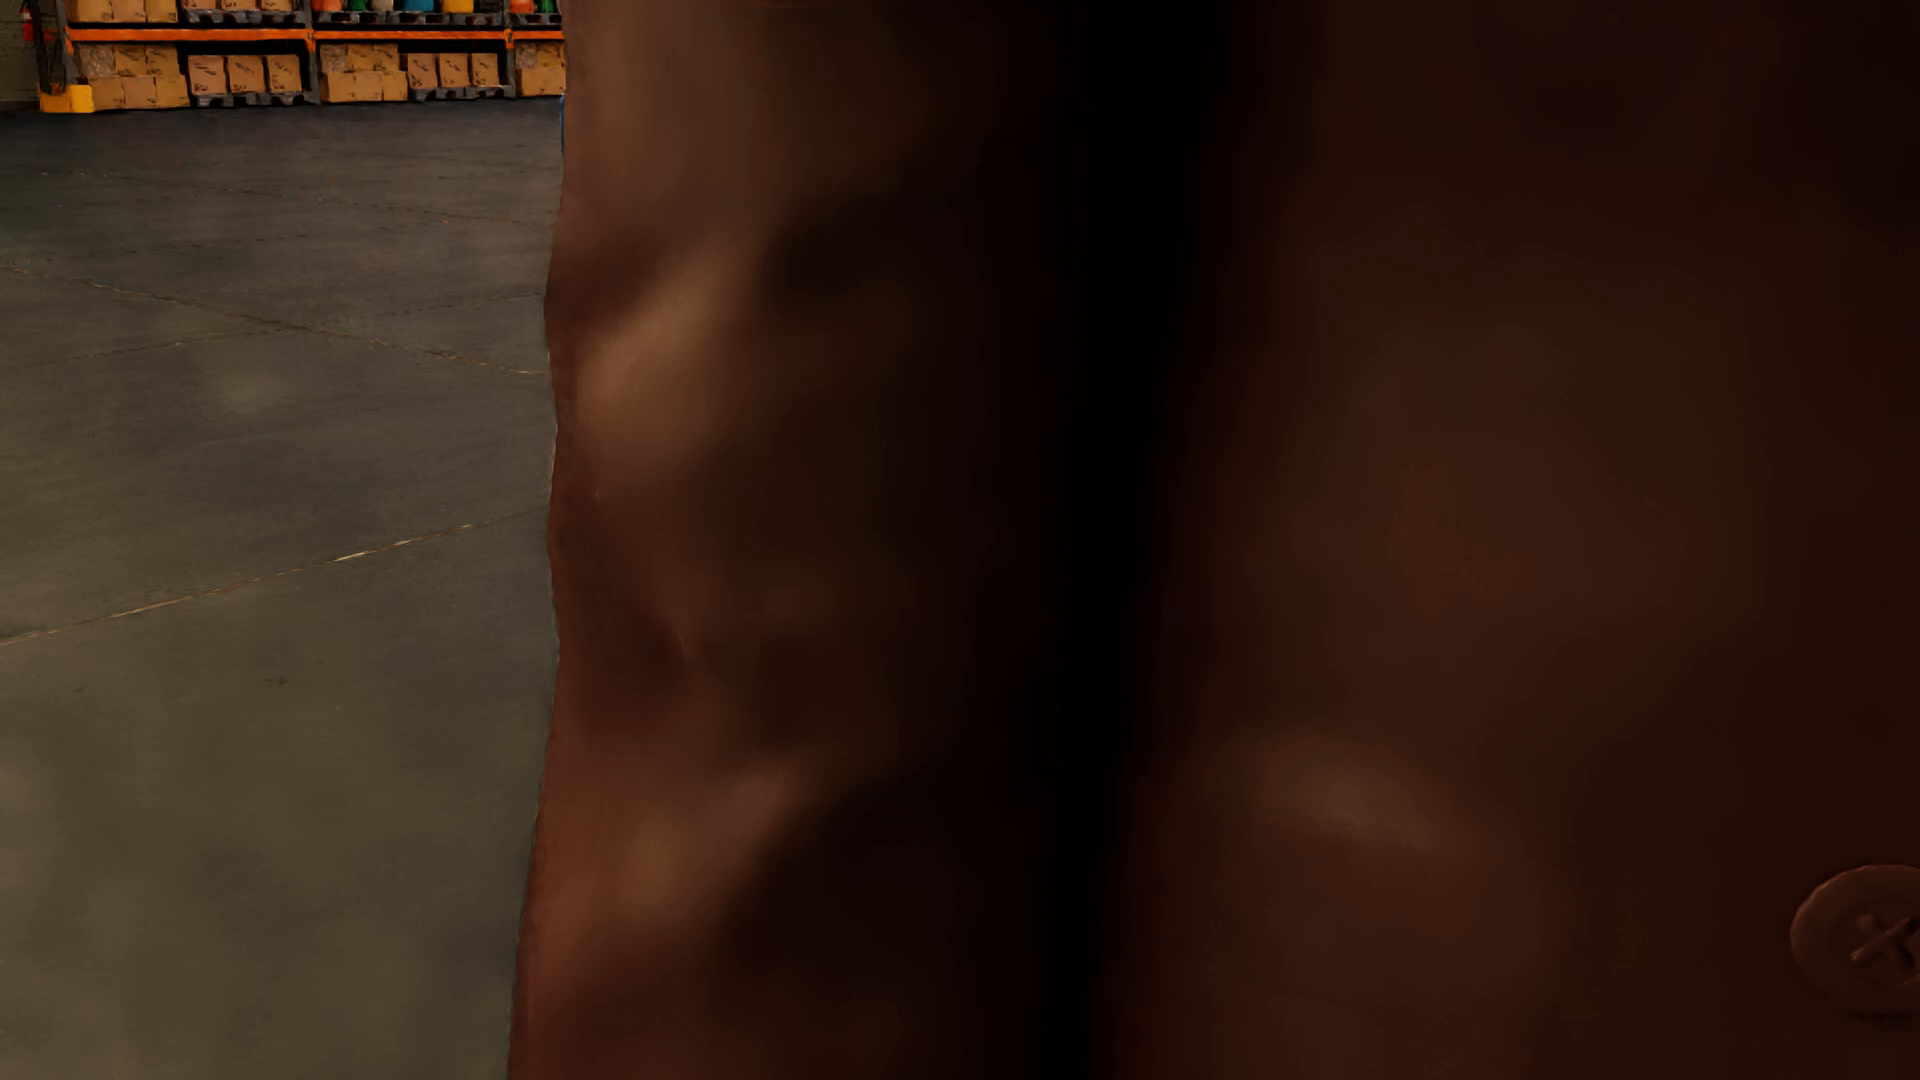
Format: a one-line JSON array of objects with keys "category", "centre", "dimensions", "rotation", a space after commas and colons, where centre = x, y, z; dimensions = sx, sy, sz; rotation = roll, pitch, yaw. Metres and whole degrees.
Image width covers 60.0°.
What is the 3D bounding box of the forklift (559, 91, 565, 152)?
[{"category": "forklift", "centre": [0.182, -1.571, 4.072], "dimensions": [1.130, 2.935, 3.031], "rotation": [5, 18, 17]}]
